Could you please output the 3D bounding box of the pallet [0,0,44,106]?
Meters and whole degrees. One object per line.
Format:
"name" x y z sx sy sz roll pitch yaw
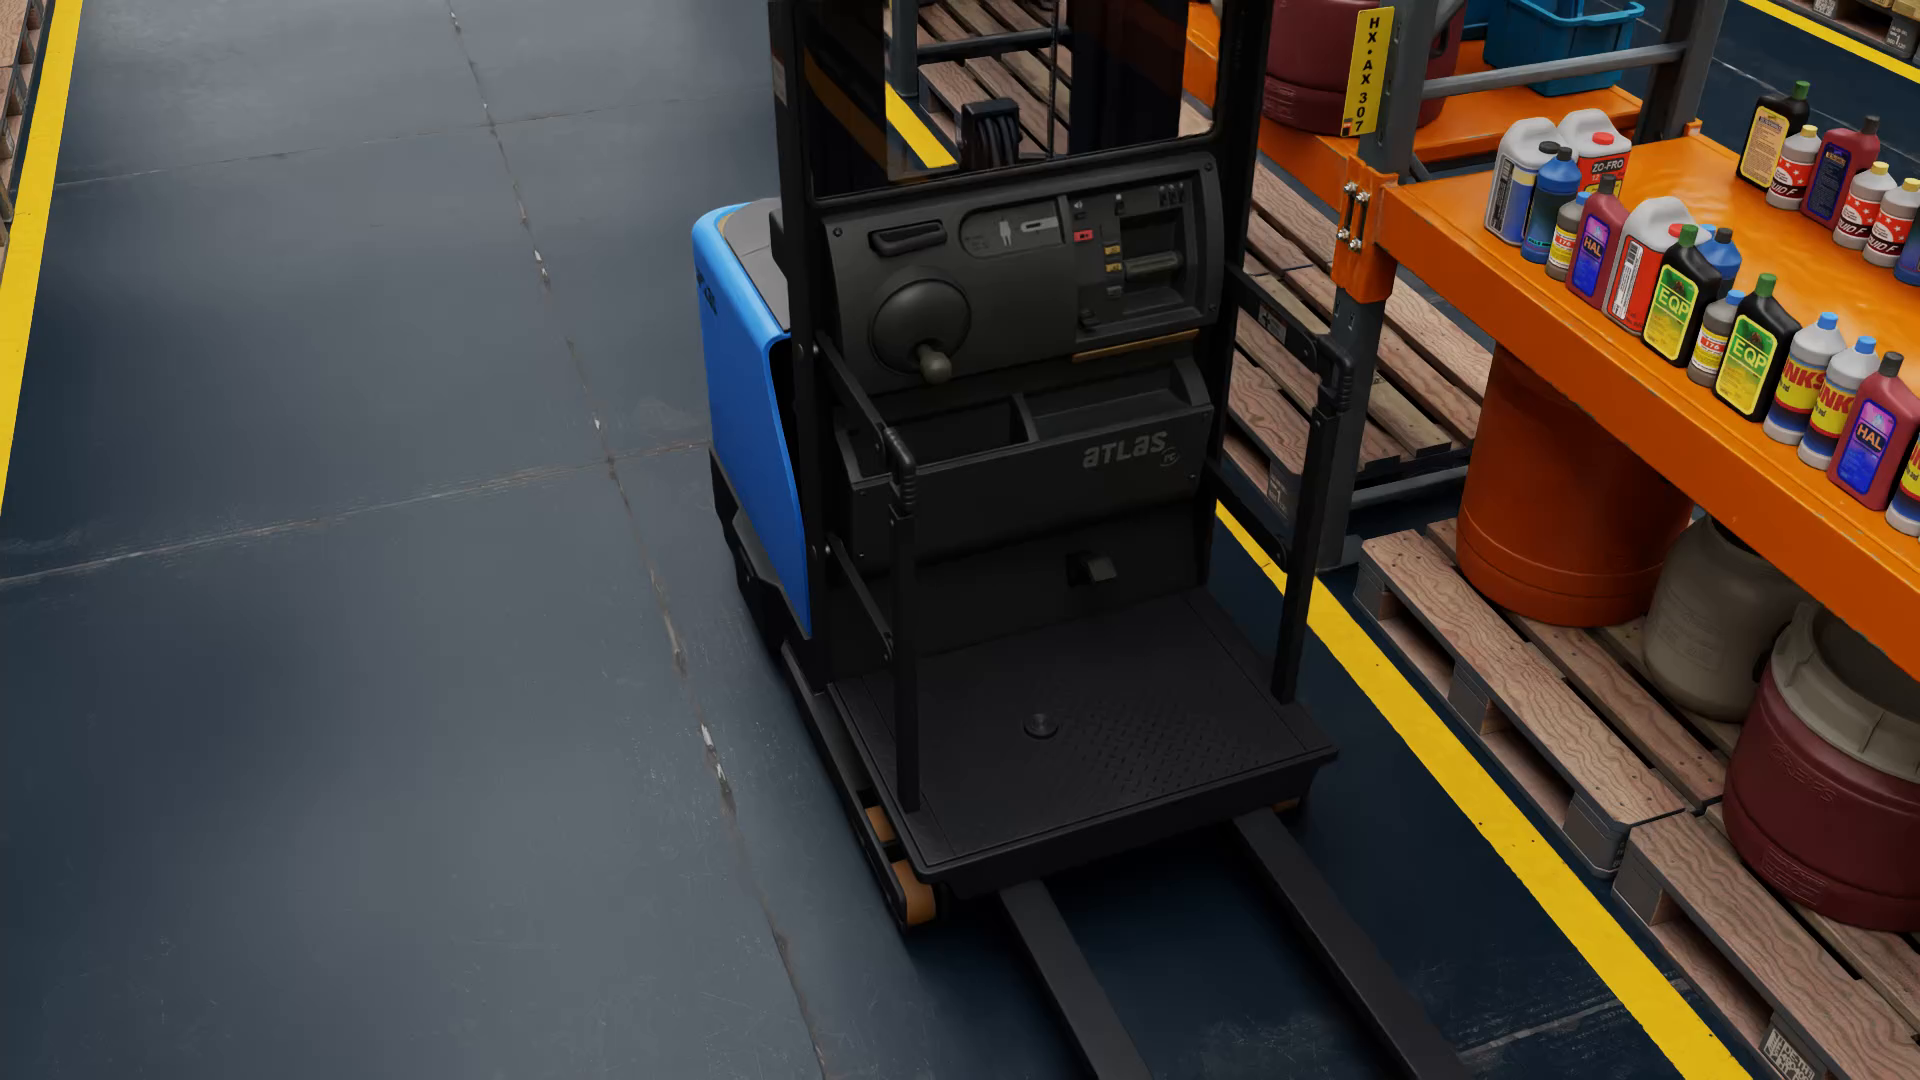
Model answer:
"pallet" -5.177 -2.409 8.273 1.003 0.211 1.213 -12 39 -16

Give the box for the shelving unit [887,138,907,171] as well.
"shelving unit" -0.216 -0.736 5.355 0.215 1.050 0.252 -13 39 -17

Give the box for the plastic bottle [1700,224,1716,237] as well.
"plastic bottle" 1.653 -0.611 3.733 0.097 0.201 0.097 0 37 0

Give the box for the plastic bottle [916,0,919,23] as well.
"plastic bottle" -0.257 -2.685 8.281 0.097 0.201 0.097 0 37 0

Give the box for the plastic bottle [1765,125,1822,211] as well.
"plastic bottle" 2.100 -0.938 4.167 0.097 0.201 0.097 0 37 0

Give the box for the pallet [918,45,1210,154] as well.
"pallet" 0.468 -1.937 7.646 1.003 0.211 1.213 -12 39 -16

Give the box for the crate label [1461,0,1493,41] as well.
"crate label" 1.449 -1.858 5.194 0.502 0.435 0.616 -12 39 -16

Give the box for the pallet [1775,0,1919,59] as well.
"pallet" 5.103 -2.988 9.041 1.003 0.211 1.213 -12 39 -16

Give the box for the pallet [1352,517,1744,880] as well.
"pallet" 1.848 0.324 4.644 1.003 0.211 1.213 -12 39 -16

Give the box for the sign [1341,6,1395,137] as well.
"sign" 1.023 -1.174 4.180 0.100 0.325 0.005 -12 39 -16

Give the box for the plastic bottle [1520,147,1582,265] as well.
"plastic bottle" 1.397 -0.793 3.916 0.097 0.271 0.097 0 37 0

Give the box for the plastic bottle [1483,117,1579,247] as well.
"plastic bottle" 1.383 -0.866 4.009 0.152 0.276 0.135 -12 39 -16

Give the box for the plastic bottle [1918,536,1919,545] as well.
"plastic bottle" 1.860 -0.082 2.969 0.152 0.276 0.135 -12 39 -16

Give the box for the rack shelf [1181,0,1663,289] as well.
"rack shelf" 0.849 -2.069 6.102 1.077 0.370 4.000 -12 39 -16

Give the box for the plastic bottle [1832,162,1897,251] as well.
"plastic bottle" 2.179 -0.808 3.994 0.097 0.201 0.097 0 37 0

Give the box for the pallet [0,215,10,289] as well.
"pallet" -4.220 -0.907 6.279 1.003 0.211 1.213 -12 39 -16

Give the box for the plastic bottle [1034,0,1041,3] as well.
"plastic bottle" 0.428 -2.872 8.530 0.097 0.201 0.097 0 37 0

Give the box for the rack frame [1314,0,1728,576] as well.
"rack frame" 1.537 -1.227 4.385 1.000 3.000 0.127 -12 39 -16

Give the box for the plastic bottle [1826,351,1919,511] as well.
"plastic bottle" 1.738 -0.206 3.128 0.061 0.283 0.133 -12 39 -16

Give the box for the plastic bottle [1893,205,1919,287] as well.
"plastic bottle" 2.246 -0.726 3.827 0.097 0.271 0.097 0 37 0

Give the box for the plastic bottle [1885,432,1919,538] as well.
"plastic bottle" 1.794 -0.140 3.050 0.097 0.271 0.097 0 37 0

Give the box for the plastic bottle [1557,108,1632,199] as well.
"plastic bottle" 1.526 -0.897 4.051 0.152 0.276 0.135 -12 39 -16

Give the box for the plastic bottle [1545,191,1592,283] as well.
"plastic bottle" 1.430 -0.710 3.864 0.097 0.201 0.097 0 37 0

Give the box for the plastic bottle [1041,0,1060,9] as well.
"plastic bottle" 0.463 -2.843 8.433 0.097 0.271 0.097 0 37 0

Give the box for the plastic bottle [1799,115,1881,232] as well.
"plastic bottle" 2.157 -0.909 4.061 0.061 0.283 0.133 -12 39 -16

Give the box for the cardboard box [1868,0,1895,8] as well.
"cardboard box" 4.894 -3.011 8.691 0.500 0.250 0.500 -11 38 -15

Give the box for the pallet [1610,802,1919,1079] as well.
"pallet" 2.264 1.012 3.731 1.003 0.211 1.213 -12 39 -16

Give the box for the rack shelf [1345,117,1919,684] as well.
"rack shelf" 2.226 0.191 3.102 1.077 0.370 4.000 -12 39 -16

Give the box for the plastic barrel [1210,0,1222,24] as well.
"plastic barrel" 0.983 -1.808 5.064 0.421 0.512 0.421 0 37 0

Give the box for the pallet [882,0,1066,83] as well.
"pallet" -0.031 -2.760 8.739 1.003 0.211 1.213 -12 39 -16

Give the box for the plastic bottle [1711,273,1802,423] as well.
"plastic bottle" 1.625 -0.392 3.374 0.061 0.283 0.133 -12 39 -16

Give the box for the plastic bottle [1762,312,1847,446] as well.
"plastic bottle" 1.682 -0.326 3.296 0.097 0.271 0.097 0 37 0

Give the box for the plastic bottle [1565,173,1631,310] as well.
"plastic bottle" 1.453 -0.674 3.748 0.061 0.283 0.133 -12 39 -16

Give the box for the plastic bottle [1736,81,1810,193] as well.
"plastic bottle" 2.077 -1.040 4.234 0.061 0.283 0.133 -12 39 -16

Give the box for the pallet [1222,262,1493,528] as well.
"pallet" 1.307 -0.558 5.816 1.003 0.211 1.213 -12 39 -16

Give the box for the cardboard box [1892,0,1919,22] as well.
"cardboard box" 5.075 -2.719 8.303 0.500 0.250 0.500 -14 39 -17

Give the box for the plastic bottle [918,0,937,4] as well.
"plastic bottle" -0.196 -2.938 8.493 0.144 0.351 0.185 -12 39 -16

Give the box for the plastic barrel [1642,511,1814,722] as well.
"plastic barrel" 2.000 0.173 4.246 0.421 0.512 0.421 0 37 0

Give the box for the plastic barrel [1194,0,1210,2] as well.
"plastic barrel" 0.838 -2.046 5.380 0.421 0.512 0.421 0 37 0

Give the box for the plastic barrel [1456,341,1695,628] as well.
"plastic barrel" 1.722 -0.255 4.550 0.600 0.830 0.708 -12 39 -16

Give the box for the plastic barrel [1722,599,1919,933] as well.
"plastic barrel" 2.110 0.480 3.775 0.600 0.588 0.708 -12 39 -16

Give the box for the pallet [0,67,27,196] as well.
"pallet" -4.754 -1.719 7.357 1.003 0.211 1.213 -12 39 -16

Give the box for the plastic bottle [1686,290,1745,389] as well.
"plastic bottle" 1.602 -0.428 3.490 0.097 0.201 0.097 0 37 0

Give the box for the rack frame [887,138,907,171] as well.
"rack frame" -0.261 -0.804 5.445 0.200 1.050 0.008 -13 39 -17

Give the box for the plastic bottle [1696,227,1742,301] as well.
"plastic bottle" 1.613 -0.544 3.586 0.097 0.271 0.097 0 37 0

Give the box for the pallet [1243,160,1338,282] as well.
"pallet" 0.891 -1.247 6.729 1.003 0.211 1.213 -12 39 -16

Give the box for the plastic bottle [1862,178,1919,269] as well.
"plastic bottle" 2.213 -0.753 3.921 0.097 0.201 0.097 0 37 0

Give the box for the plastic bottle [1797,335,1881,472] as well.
"plastic bottle" 1.715 -0.271 3.223 0.097 0.271 0.097 0 37 0

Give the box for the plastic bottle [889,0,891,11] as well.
"plastic bottle" -0.314 -2.780 8.340 0.061 0.283 0.133 -11 38 -14

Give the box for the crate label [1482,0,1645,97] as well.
"crate label" 1.744 -1.475 4.855 0.303 0.233 0.416 -12 39 -16

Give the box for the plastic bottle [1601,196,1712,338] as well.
"plastic bottle" 1.542 -0.604 3.662 0.152 0.276 0.135 -12 39 -16

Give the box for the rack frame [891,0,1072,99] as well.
"rack frame" 0.161 -3.486 7.385 1.000 3.000 0.127 -12 39 -16

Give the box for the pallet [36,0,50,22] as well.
"pallet" -5.594 -3.097 9.187 1.003 0.211 1.213 -12 39 -16

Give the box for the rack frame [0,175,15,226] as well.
"rack frame" -4.490 -2.461 6.024 1.000 3.000 0.127 -12 39 -16

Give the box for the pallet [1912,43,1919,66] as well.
"pallet" 5.527 -2.297 8.125 1.003 0.211 1.213 -12 39 -16

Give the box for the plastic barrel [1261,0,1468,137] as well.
"plastic barrel" 1.093 -1.480 4.609 0.600 0.536 0.708 -12 39 -16

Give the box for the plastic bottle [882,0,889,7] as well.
"plastic bottle" -0.331 -2.908 8.454 0.144 0.351 0.185 -13 39 -17

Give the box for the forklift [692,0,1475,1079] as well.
"forklift" 0.241 -0.530 3.517 1.130 2.935 3.031 -13 39 -17

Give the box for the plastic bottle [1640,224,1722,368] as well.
"plastic bottle" 1.545 -0.522 3.547 0.061 0.283 0.133 -12 39 -16
